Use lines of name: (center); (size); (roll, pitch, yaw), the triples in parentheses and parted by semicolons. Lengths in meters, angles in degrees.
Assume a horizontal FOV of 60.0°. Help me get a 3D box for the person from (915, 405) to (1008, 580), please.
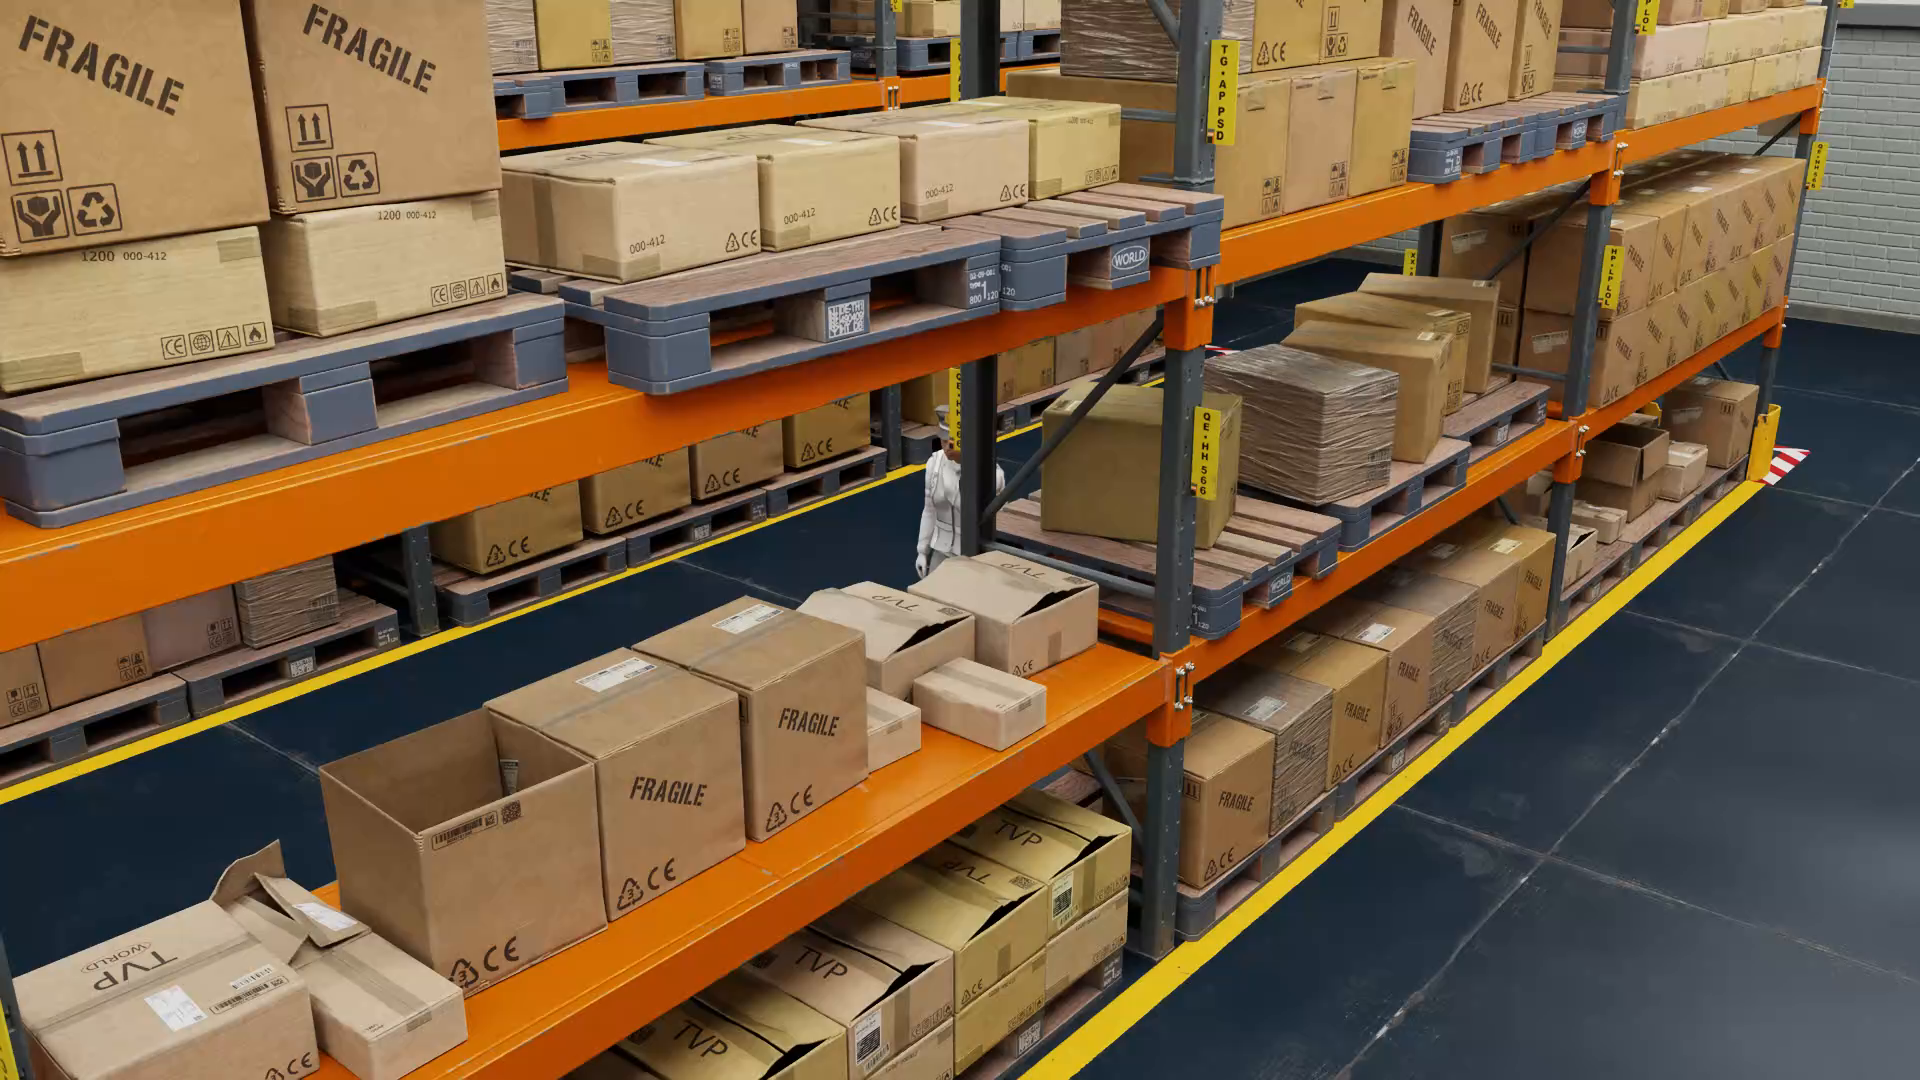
person: (0.009, 0.121, 8.248); (0.541, 1.661, 0.374); (14, 25, 33)
